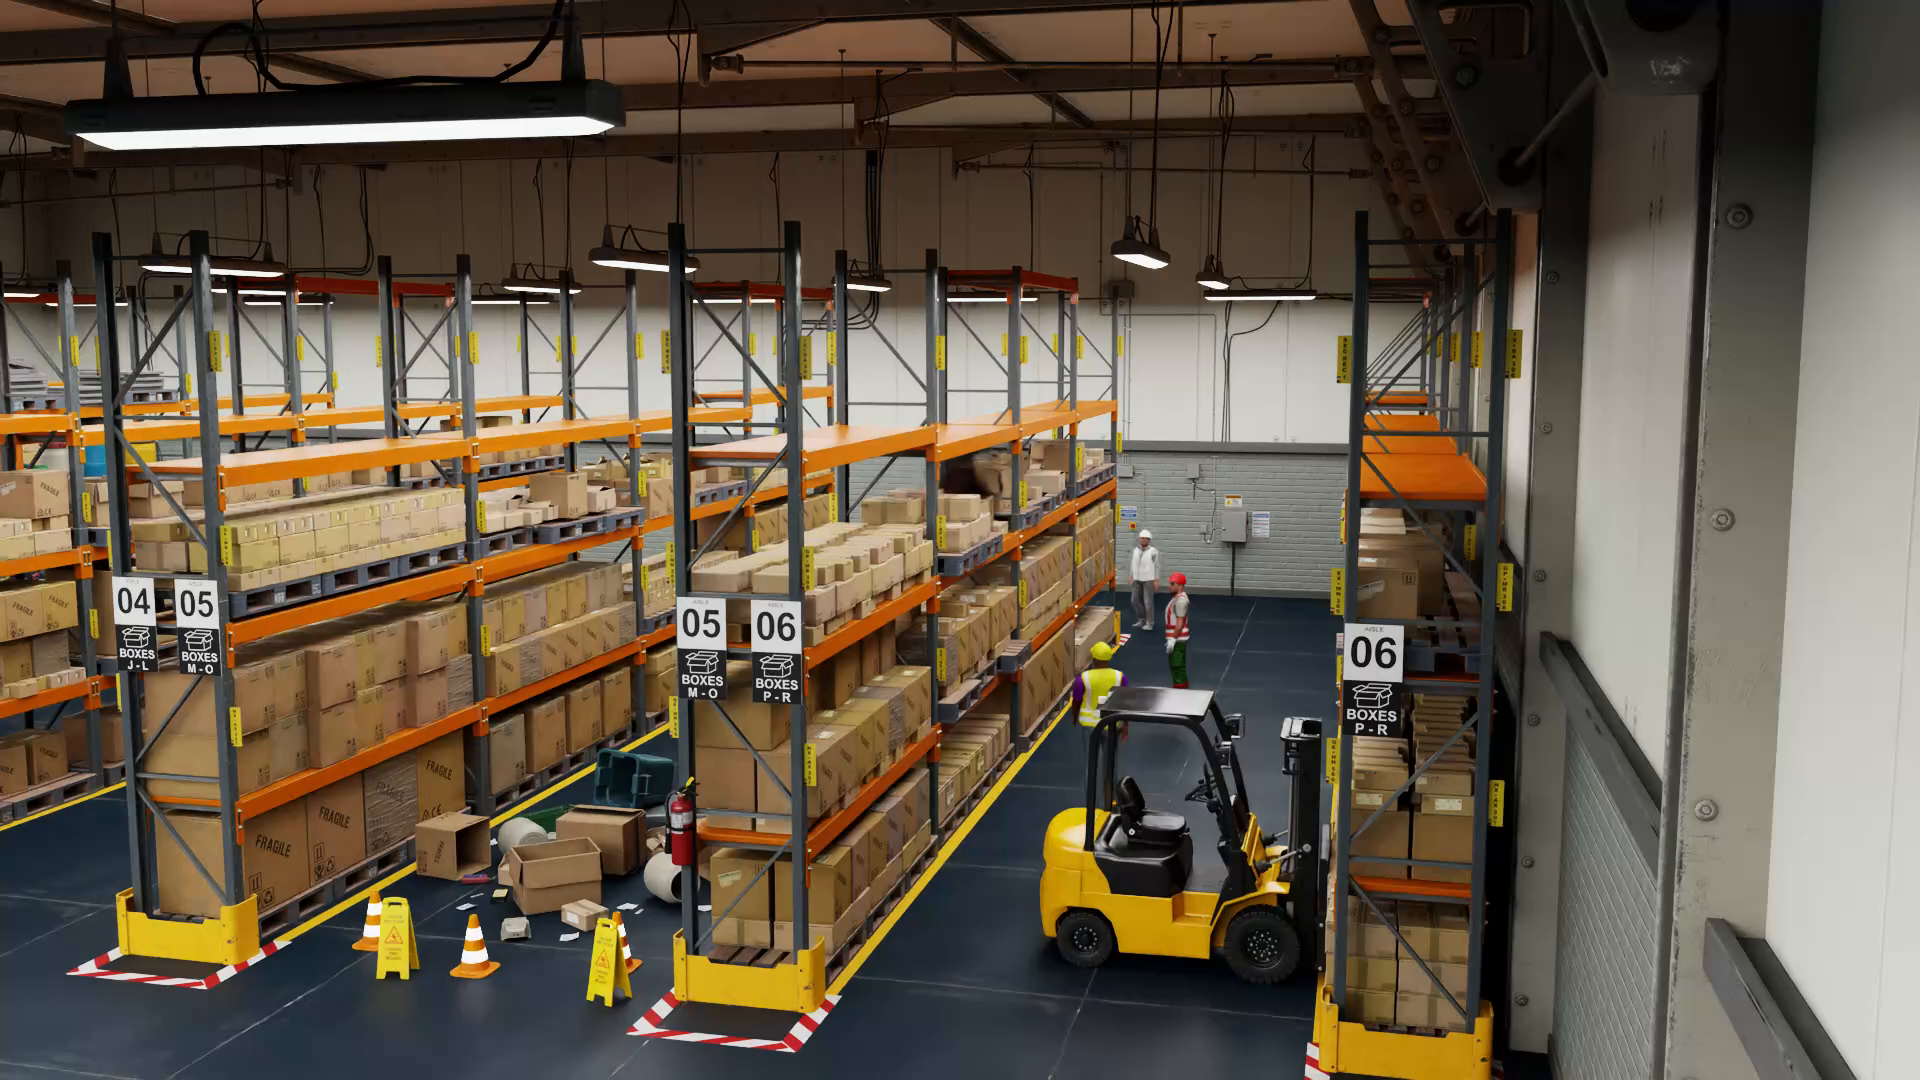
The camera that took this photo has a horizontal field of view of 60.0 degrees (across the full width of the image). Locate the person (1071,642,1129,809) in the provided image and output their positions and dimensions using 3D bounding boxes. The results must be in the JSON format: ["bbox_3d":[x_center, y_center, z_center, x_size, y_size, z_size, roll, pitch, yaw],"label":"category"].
[{"bbox_3d":[1.454,1.941,17.156,0.617,1.836,0.681,1,7,9],"label":"person"}]

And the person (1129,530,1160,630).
[{"bbox_3d":[3.258,0.703,29.408,0.408,1.769,0.579,-5,9,-38],"label":"person"}]

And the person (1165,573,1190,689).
[{"bbox_3d":[2.835,1.322,21.766,0.348,1.791,0.576,2,7,14],"label":"person"}]
